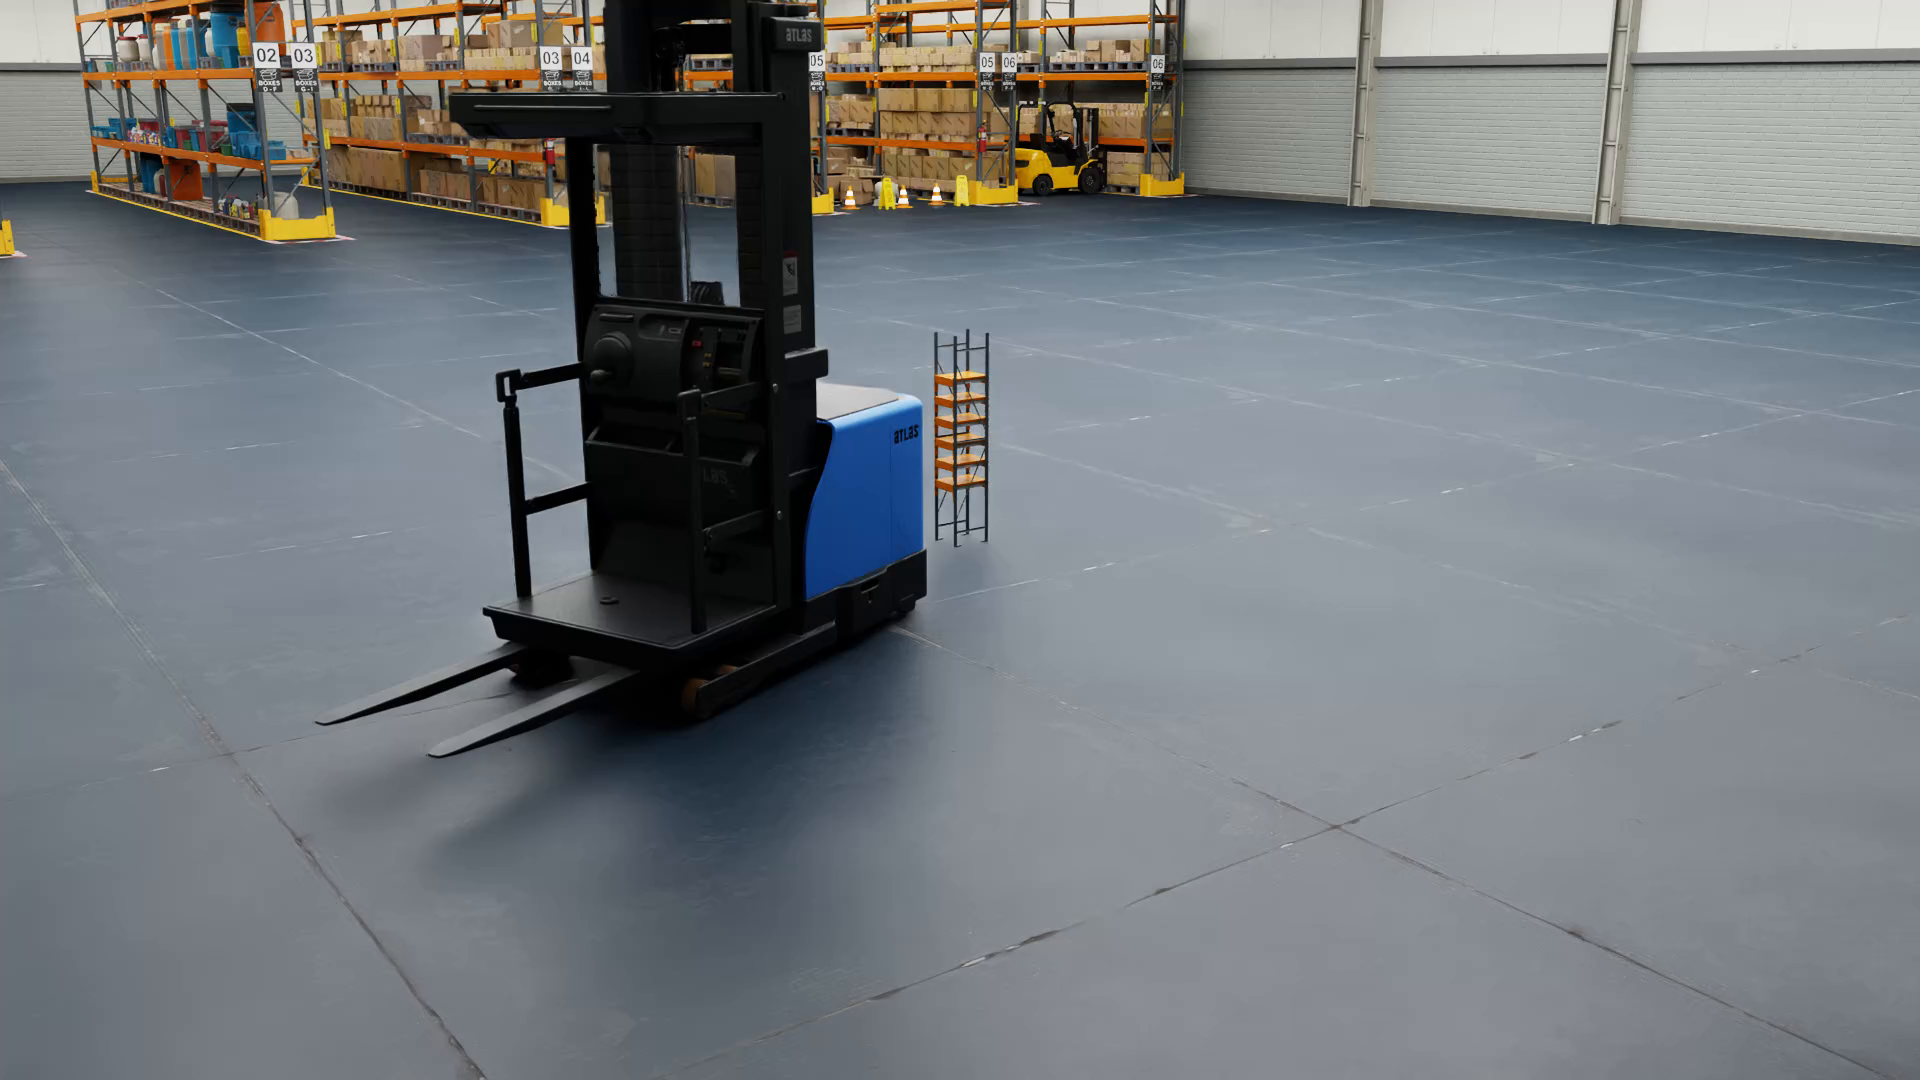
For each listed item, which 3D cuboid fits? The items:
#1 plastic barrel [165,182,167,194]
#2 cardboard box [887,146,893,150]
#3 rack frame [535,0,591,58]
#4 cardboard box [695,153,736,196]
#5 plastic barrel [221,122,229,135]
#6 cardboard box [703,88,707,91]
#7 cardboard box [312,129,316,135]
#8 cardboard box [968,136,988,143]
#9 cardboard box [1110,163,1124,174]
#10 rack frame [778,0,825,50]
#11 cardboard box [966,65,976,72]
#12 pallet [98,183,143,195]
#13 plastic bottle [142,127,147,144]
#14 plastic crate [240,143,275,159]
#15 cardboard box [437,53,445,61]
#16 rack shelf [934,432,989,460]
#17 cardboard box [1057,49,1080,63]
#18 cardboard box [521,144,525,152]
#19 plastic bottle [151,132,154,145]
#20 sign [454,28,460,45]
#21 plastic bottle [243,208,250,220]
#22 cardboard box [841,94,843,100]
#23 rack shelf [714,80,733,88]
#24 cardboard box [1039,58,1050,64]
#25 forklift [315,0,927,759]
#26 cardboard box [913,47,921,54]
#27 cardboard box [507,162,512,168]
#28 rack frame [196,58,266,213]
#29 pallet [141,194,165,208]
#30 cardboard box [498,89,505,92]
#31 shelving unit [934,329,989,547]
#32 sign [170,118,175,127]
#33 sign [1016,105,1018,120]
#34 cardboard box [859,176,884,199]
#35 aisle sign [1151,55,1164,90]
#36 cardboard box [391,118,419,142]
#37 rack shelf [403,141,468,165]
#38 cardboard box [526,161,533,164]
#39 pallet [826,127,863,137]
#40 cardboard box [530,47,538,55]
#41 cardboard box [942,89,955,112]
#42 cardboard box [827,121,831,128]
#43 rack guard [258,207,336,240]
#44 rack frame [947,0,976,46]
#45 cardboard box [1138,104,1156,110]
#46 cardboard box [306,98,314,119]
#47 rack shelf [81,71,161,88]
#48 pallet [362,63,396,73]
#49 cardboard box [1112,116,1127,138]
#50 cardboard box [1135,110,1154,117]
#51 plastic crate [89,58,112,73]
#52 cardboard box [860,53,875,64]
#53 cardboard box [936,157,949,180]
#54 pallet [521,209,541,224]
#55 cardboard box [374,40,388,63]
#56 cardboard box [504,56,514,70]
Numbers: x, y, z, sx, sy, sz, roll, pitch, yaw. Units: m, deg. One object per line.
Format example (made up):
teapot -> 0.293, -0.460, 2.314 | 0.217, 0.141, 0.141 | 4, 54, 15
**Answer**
plastic barrel -> -16.644, -7.526, 35.308 | 0.421, 0.512, 0.421 | 0, 15, 0
cardboard box -> -1.873, -11.339, 48.033 | 0.380, 0.149, 0.250 | -12, 19, -37
rack frame -> -7.228, -10.269, 30.048 | 1.000, 3.000, 0.127 | -11, 19, -35
cardboard box -> -5.195, -8.010, 36.390 | 0.875, 0.875, 0.875 | -11, 19, -34
plastic barrel -> -13.971, -7.764, 32.005 | 0.433, 0.535, 0.433 | 0, 15, 0
cardboard box -> -6.912, -12.463, 46.119 | 0.380, 0.149, 0.250 | -11, 19, -34
cardboard box -> -16.236, -10.379, 42.291 | 0.380, 0.149, 0.250 | -11, 19, -35
cardboard box -> 0.395, -8.839, 36.664 | 0.380, 0.149, 0.250 | -10, 18, -33
cardboard box -> 3.976, -8.966, 40.120 | 0.500, 0.250, 0.500 | -11, 19, -35
rack frame -> -3.156, -11.017, 32.782 | 1.000, 3.000, 0.127 | -11, 19, -35
cardboard box -> 0.352, -10.272, 36.217 | 0.380, 0.149, 0.250 | -11, 19, -34
pallet -> -20.188, -8.496, 40.217 | 1.003, 0.211, 1.213 | -11, 19, -35
plastic bottle -> -17.440, -8.663, 35.641 | 0.144, 0.351, 0.185 | -11, 19, -35
plastic crate -> -12.148, -6.735, 28.782 | 0.499, 0.251, 0.408 | -11, 19, -35
cardboard box -> -10.763, -10.151, 34.947 | 0.380, 0.166, 0.250 | -12, 19, -36
rack shelf -> 0.009, -0.533, 9.418 | 0.258, 0.103, 0.180 | -11, 19, -35
cardboard box -> 2.741, -11.978, 41.159 | 0.500, 0.311, 0.500 | -10, 18, -33
cardboard box -> -8.145, -7.497, 31.762 | 0.380, 0.149, 0.250 | -11, 19, -35
plastic bottle -> -16.938, -8.433, 34.948 | 0.097, 0.271, 0.097 | 0, 15, 0
sign -> -10.026, -10.029, 33.127 | 0.100, 0.325, 0.005 | -11, 19, -35
plastic bottle -> -12.668, -5.793, 29.527 | 0.097, 0.201, 0.097 | 0, 15, 0
cardboard box -> -2.725, -11.023, 41.392 | 0.380, 0.149, 0.250 | -12, 19, -37
rack shelf -> -5.091, -12.149, 43.961 | 1.077, 0.370, 4.000 | -11, 19, -35
cardboard box -> 2.109, -12.327, 42.741 | 0.380, 0.149, 0.250 | -11, 19, -35
forklift -> -1.358, -0.814, 6.997 | 1.130, 2.935, 3.031 | 9, 18, 30
cardboard box -> -0.832, -11.090, 37.697 | 0.380, 0.149, 0.250 | -11, 19, -35
cardboard box -> -12.069, -10.182, 45.137 | 0.380, 0.149, 0.250 | -10, 18, -33
rack frame -> -13.586, -7.461, 31.152 | 1.000, 3.000, 0.127 | -11, 19, -35
pallet -> -17.148, -7.392, 36.184 | 1.003, 0.211, 1.213 | -11, 19, -35
cardboard box -> -8.629, -8.449, 32.118 | 0.500, 0.500, 0.500 | -11, 19, -35
shelving unit -> 0.009, -0.576, 9.406 | 0.258, 1.200, 0.189 | -11, 19, -35
sign -> -17.844, -9.387, 37.668 | 0.100, 0.325, 0.005 | -11, 19, -35
sign -> 1.227, -9.415, 36.654 | 0.100, 0.325, 0.005 | -11, 19, -35
cardboard box -> -2.034, -8.123, 38.303 | 0.500, 0.500, 0.500 | 1, 15, 4
aisle sign -> 4.602, -10.879, 38.717 | 0.394, 0.787, 0.004 | -11, 19, -35
cardboard box -> -12.422, -9.199, 37.313 | 0.500, 0.500, 0.500 | -10, 18, -33
rack shelf -> -10.755, -8.309, 35.616 | 1.077, 0.370, 4.000 | -11, 19, -35
cardboard box -> -11.289, -10.047, 44.082 | 0.380, 0.149, 0.250 | -12, 19, -37
pallet -> -2.718, -10.113, 41.206 | 1.003, 0.211, 1.213 | -11, 19, -35
cardboard box -> -7.643, -8.953, 30.451 | 0.380, 0.149, 0.250 | -11, 19, -35
cardboard box -> 0.020, -9.772, 36.950 | 0.700, 0.500, 0.500 | -11, 19, -34
cardboard box -> -3.065, -10.318, 41.273 | 0.380, 0.149, 0.250 | -10, 18, -32
rack guard -> -11.317, -5.410, 28.394 | 1.175, 0.500, 0.348 | -11, 19, -35
rack frame -> 0.097, -14.286, 44.728 | 1.000, 3.000, 0.127 | -11, 19, -35
cardboard box -> 4.420, -10.233, 39.300 | 0.380, 0.149, 0.250 | -11, 19, -34
cardboard box -> -16.277, -10.973, 42.287 | 0.500, 0.500, 0.500 | -11, 19, -36
rack shelf -> -19.466, -10.696, 38.653 | 1.077, 0.370, 4.000 | -11, 19, -35
pallet -> -13.013, -10.807, 38.054 | 1.003, 0.211, 1.213 | -10, 18, -32
cardboard box -> 4.002, -9.909, 39.910 | 0.500, 0.500, 0.500 | -10, 18, -33
cardboard box -> 4.371, -10.076, 39.291 | 0.380, 0.149, 0.250 | -11, 19, -34
plastic crate -> -19.966, -11.071, 38.779 | 0.504, 0.338, 0.767 | -11, 19, -35
cardboard box -> -2.024, -11.447, 39.523 | 0.500, 0.250, 0.500 | -11, 19, -36
cardboard box -> -0.203, -8.393, 37.551 | 0.500, 0.500, 0.500 | -10, 18, -33
pallet -> -7.721, -6.225, 31.922 | 1.003, 0.211, 1.213 | -11, 19, -35
cardboard box -> -12.927, -11.071, 37.676 | 0.500, 0.500, 0.500 | -10, 18, -32
cardboard box -> -8.307, -9.030, 31.489 | 0.500, 0.250, 0.500 | -10, 18, -33
